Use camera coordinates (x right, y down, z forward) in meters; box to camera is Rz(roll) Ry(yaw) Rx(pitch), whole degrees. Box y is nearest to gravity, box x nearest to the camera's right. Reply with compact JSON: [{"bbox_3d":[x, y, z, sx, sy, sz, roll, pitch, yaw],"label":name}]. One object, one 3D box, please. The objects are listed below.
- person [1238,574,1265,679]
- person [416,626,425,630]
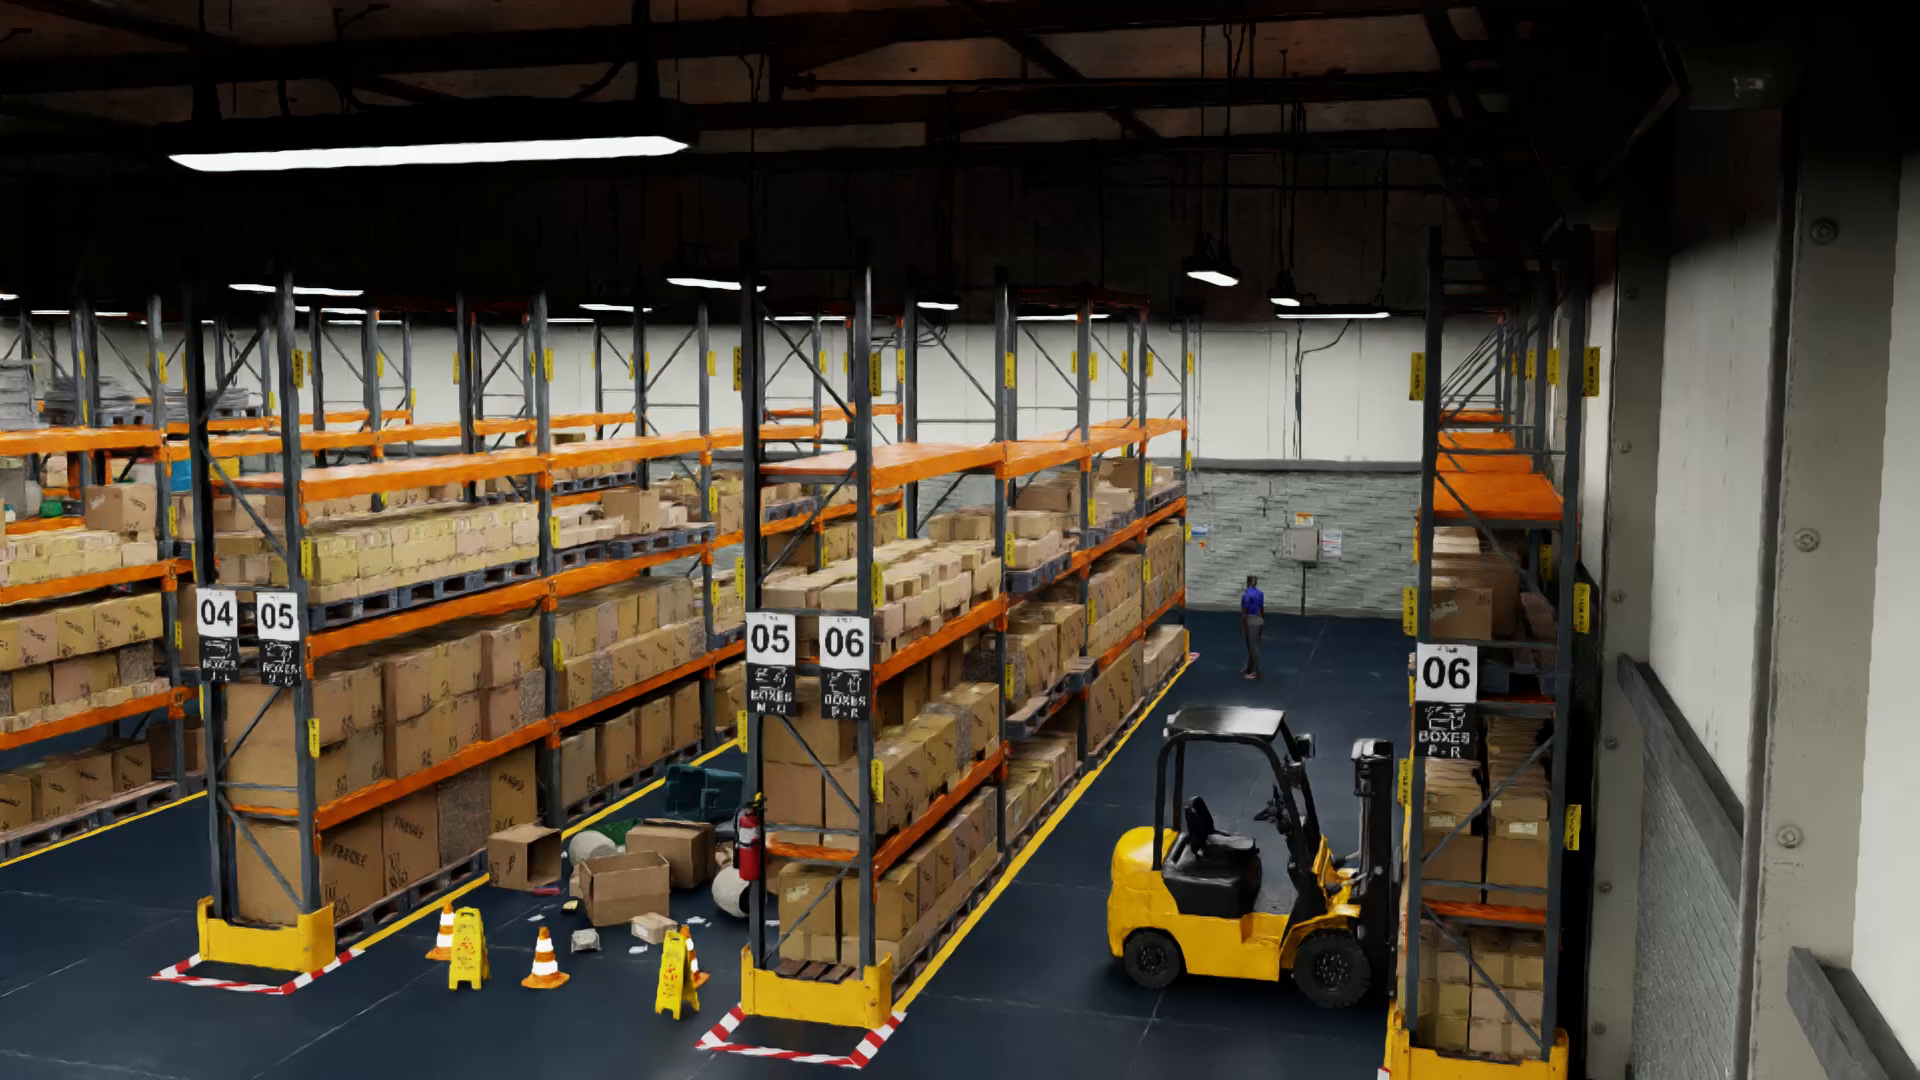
[{"bbox_3d":[4.656,1.355,26.626,0.562,1.651,0.587,5,8,40],"label":"person"},{"bbox_3d":[-7.138,1.895,22.262,0.625,1.596,0.517,2,7,14],"label":"person"}]
